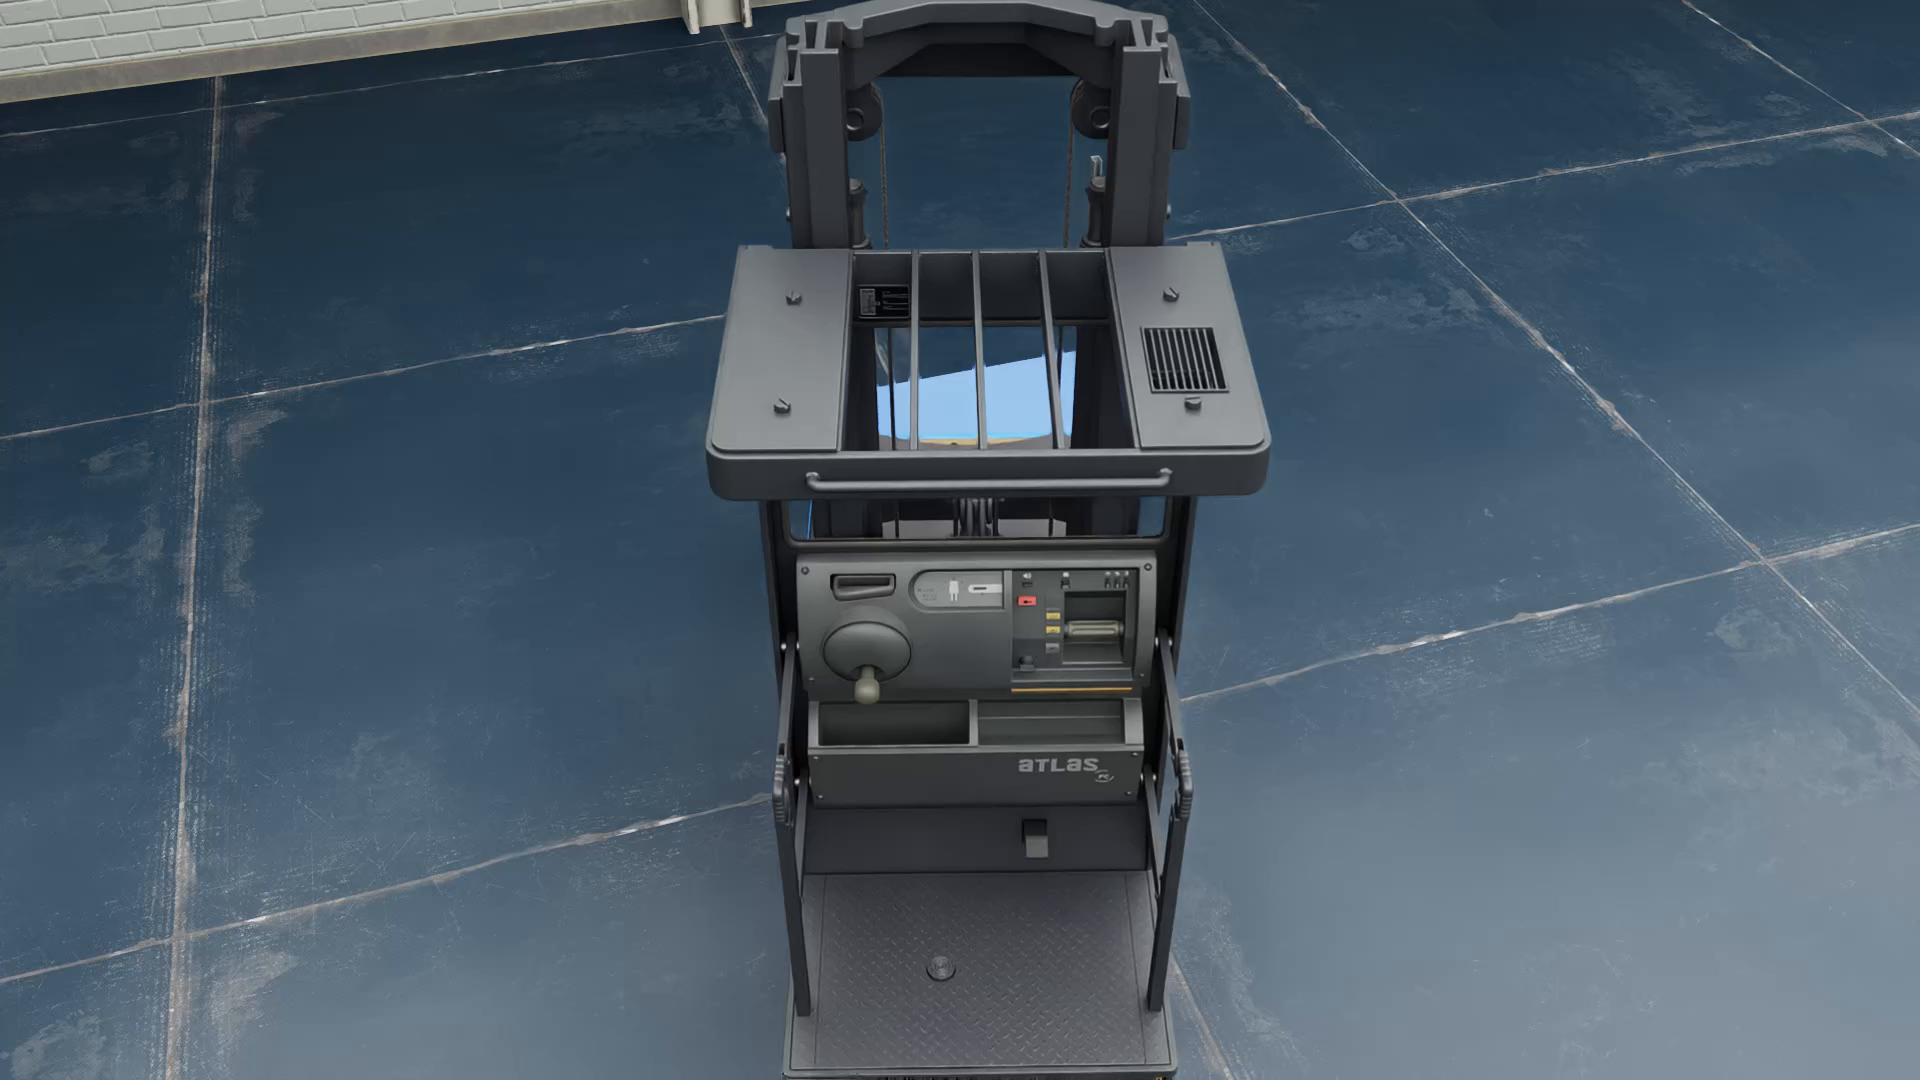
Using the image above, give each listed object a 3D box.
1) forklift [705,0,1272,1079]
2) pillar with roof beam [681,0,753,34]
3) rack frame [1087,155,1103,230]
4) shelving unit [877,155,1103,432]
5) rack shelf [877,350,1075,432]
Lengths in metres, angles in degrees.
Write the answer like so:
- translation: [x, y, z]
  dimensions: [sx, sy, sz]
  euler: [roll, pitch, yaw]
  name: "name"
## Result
- translation: [0.049, 0.309, 4.169]
  dimensions: [1.130, 2.935, 3.031]
  euler: [-1, 41, -1]
  name: "forklift"
- translation: [-0.242, -3.972, 4.457]
  dimensions: [0.400, 9.000, 9.100]
  euler: [-12, 42, -13]
  name: "pillar with roof beam"
- translation: [0.566, -0.682, 6.391]
  dimensions: [0.032, 1.500, 0.500]
  euler: [-12, 42, -13]
  name: "rack frame"
- translation: [0.081, -0.582, 6.276]
  dimensions: [1.048, 1.500, 0.538]
  euler: [-12, 42, -13]
  name: "shelving unit"
- translation: [0.081, -0.446, 6.394]
  dimensions: [1.000, 0.185, 0.538]
  euler: [-12, 42, -13]
  name: "rack shelf"
